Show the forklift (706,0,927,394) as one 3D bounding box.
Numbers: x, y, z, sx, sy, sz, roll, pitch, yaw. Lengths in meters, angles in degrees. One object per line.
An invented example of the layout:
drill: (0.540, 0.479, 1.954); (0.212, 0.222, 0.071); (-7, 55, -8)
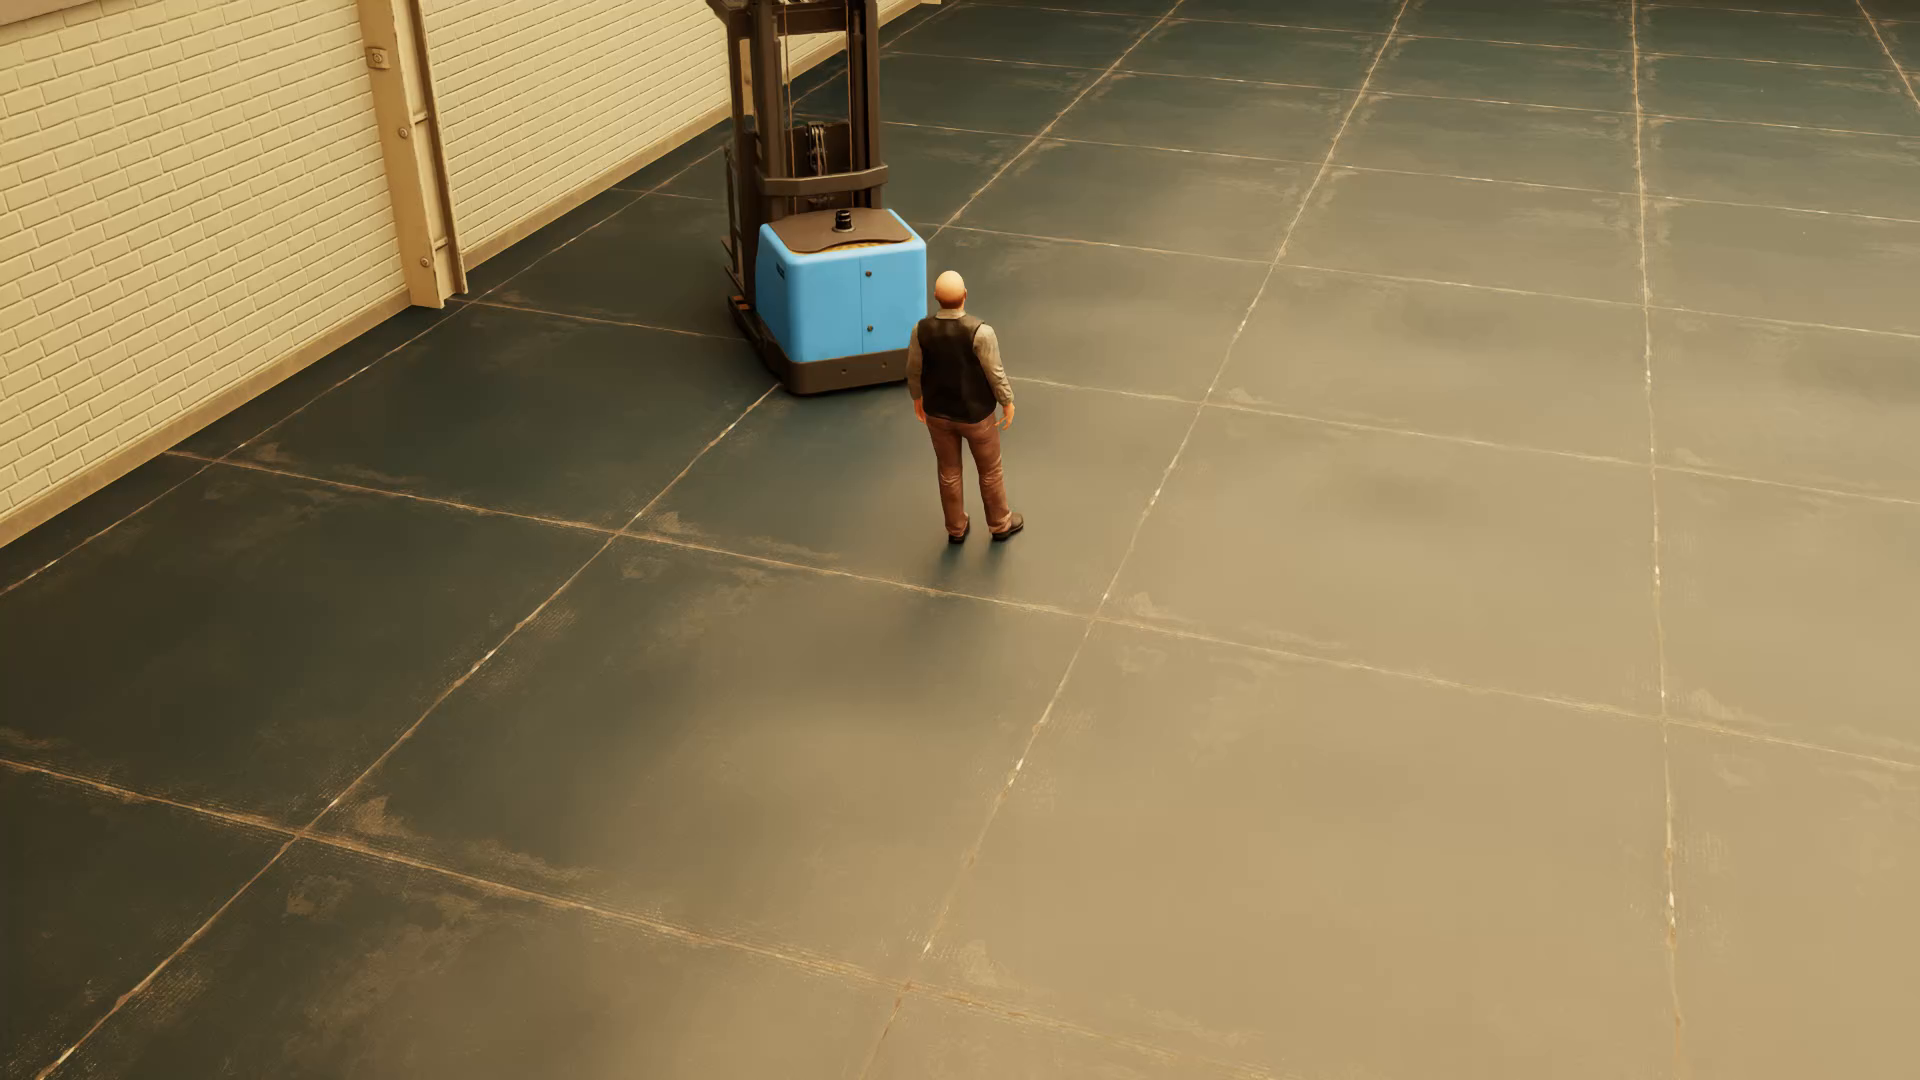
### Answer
forklift: (-1.201, -3.019, 12.433); (1.130, 2.935, 3.031); (-10, 31, -17)

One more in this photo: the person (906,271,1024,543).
person: (0.027, -0.782, 9.715); (0.633, 1.721, 0.568); (10, 31, 16)
